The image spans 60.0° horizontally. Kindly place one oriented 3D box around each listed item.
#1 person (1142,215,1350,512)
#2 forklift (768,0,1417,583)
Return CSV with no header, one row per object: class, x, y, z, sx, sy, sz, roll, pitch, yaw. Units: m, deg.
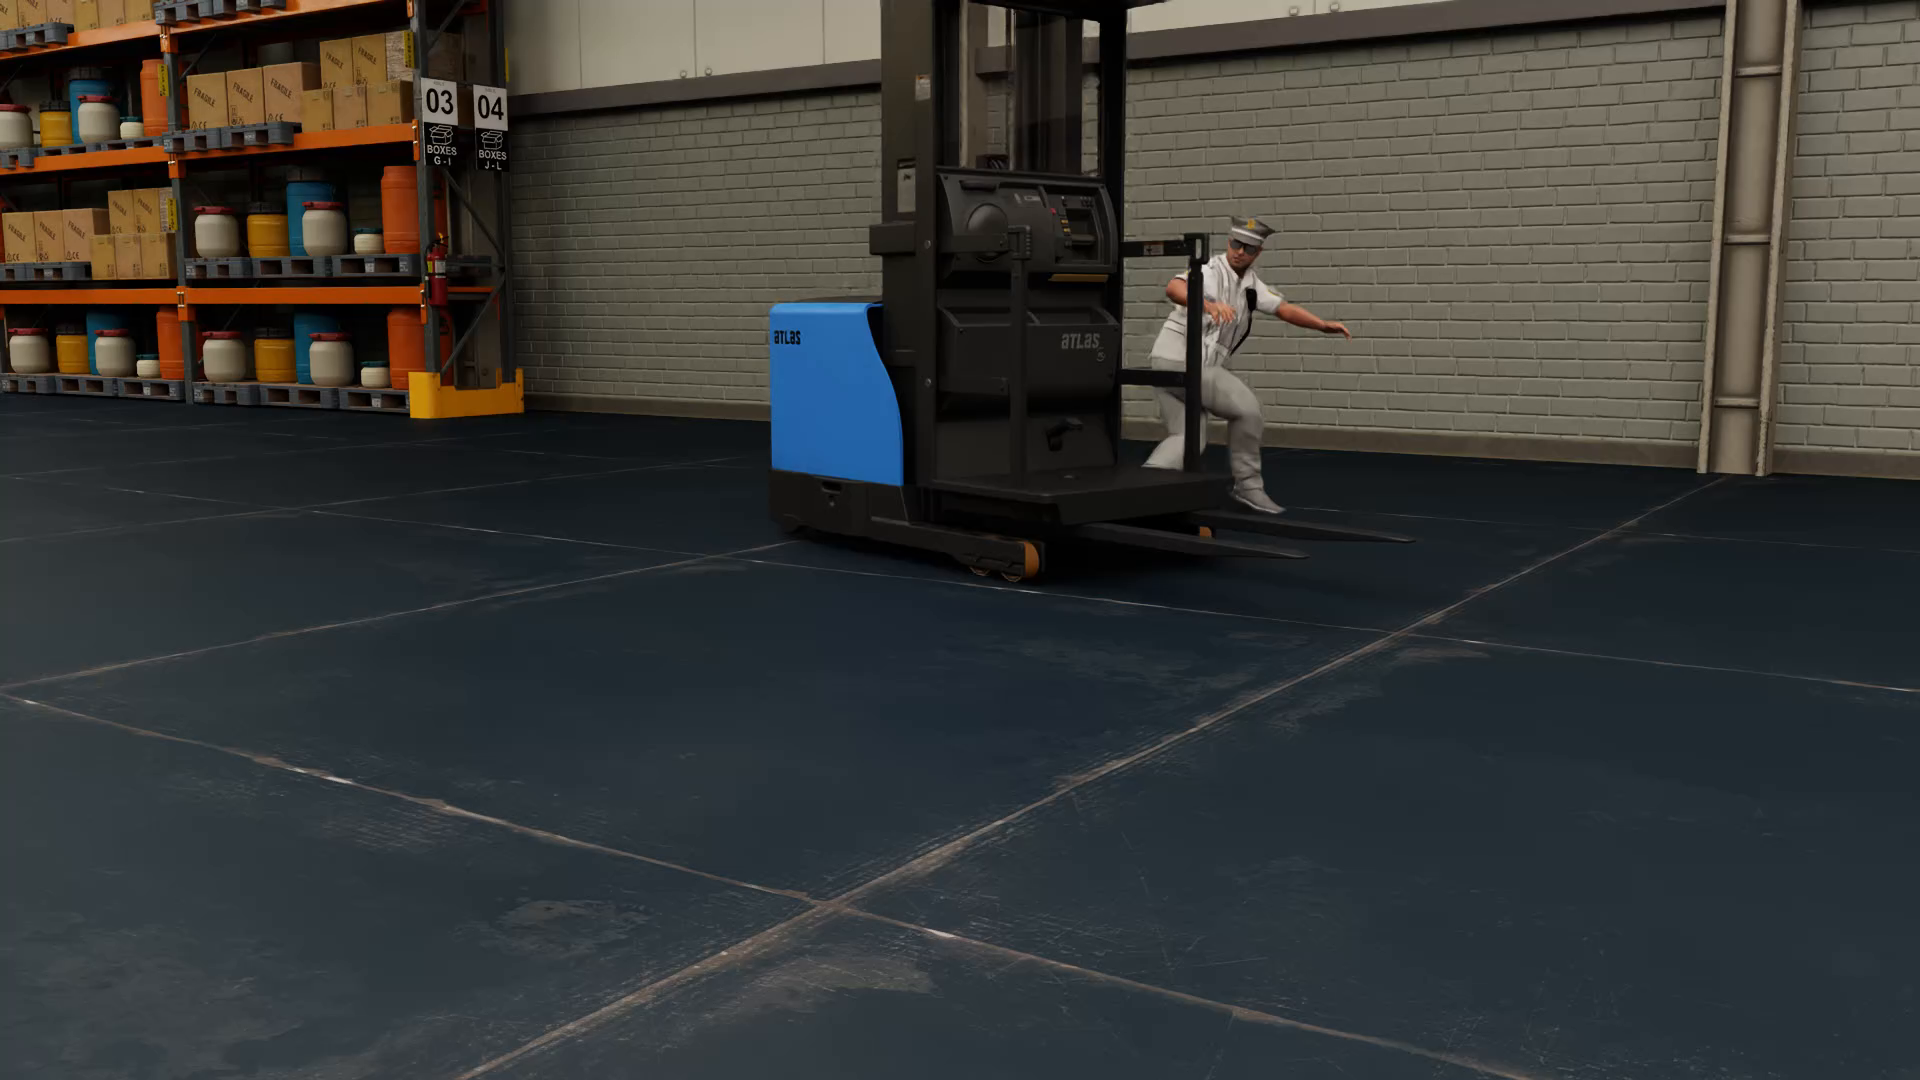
person,1.419,-0.865,8.431,1.099,1.556,0.950,1,8,9
forklift,0.434,-1.365,6.793,1.130,2.935,3.031,-7,10,-39
